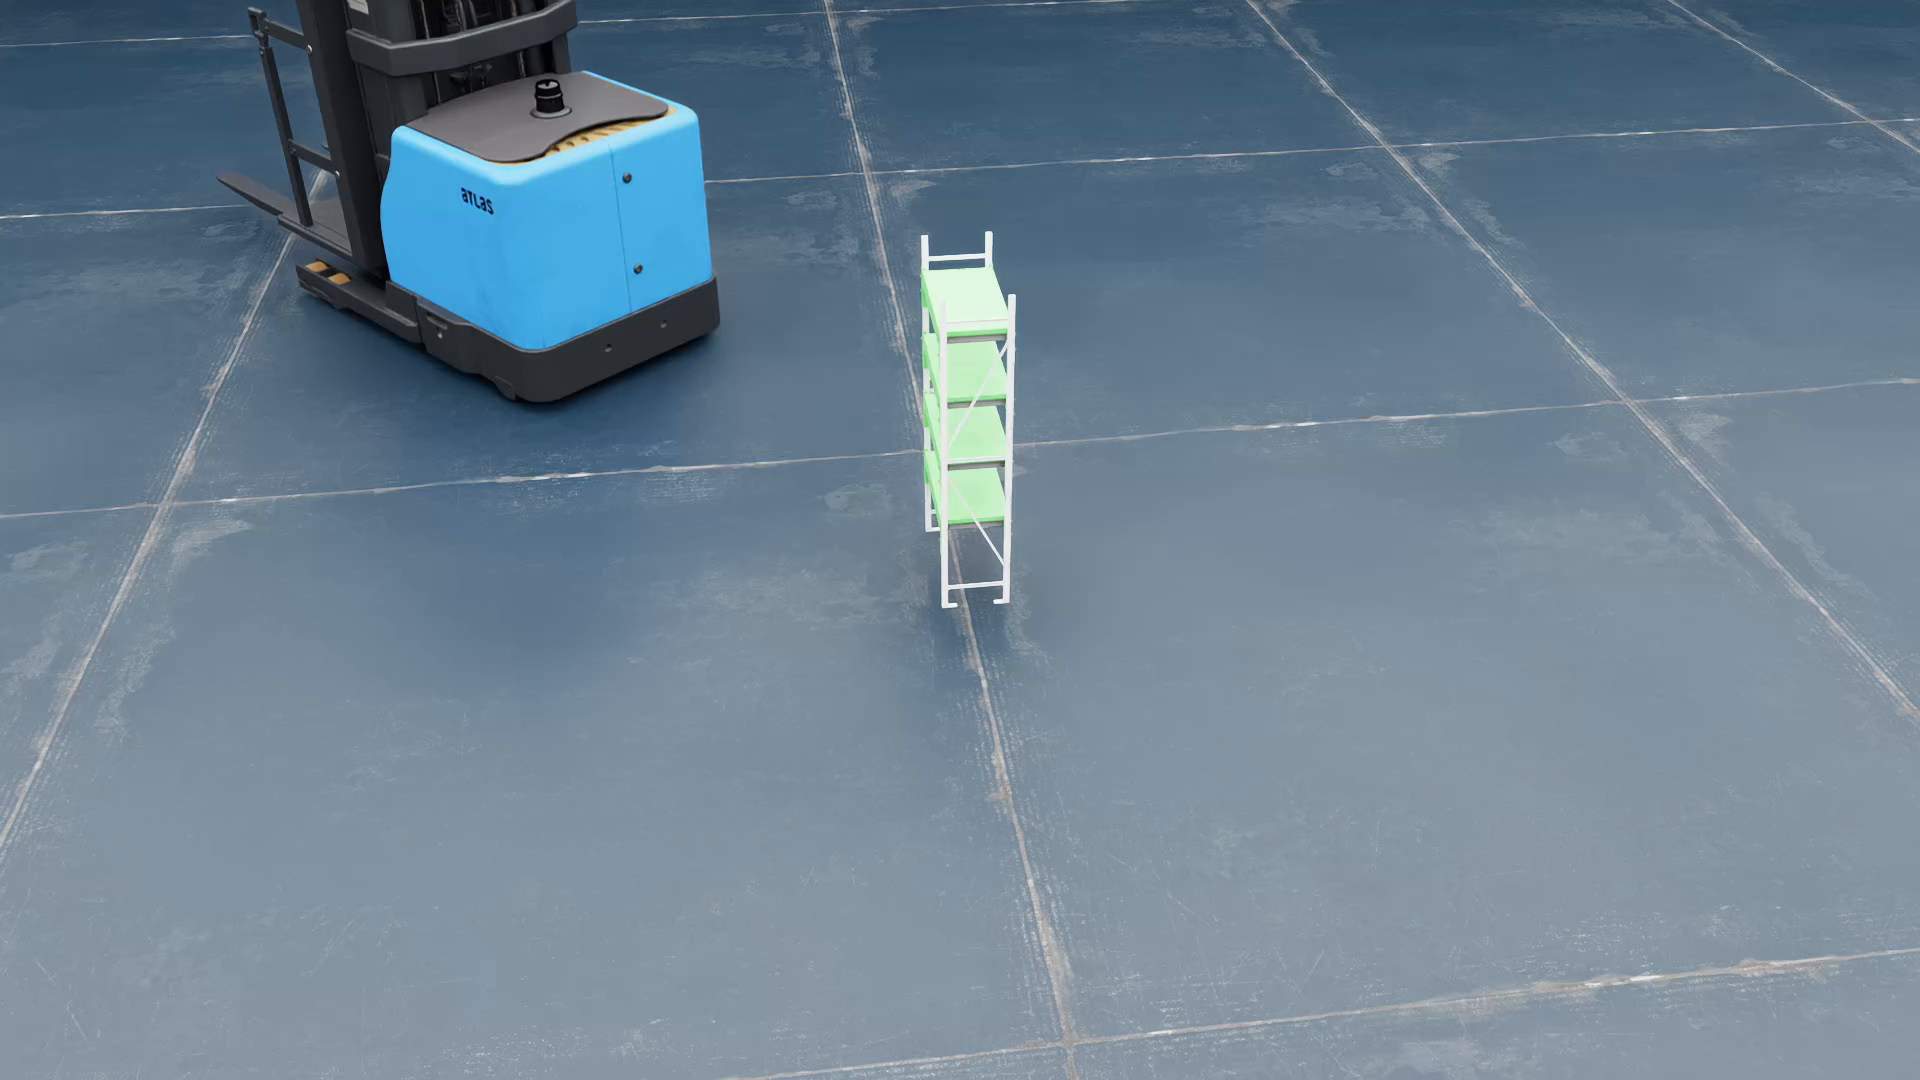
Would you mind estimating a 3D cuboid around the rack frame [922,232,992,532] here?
[{"bbox_3d":[-0.011,-0.540,5.976,0.240,1.200,0.015,-4,35,-6],"label":"rack frame"}]

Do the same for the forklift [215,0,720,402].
[{"bbox_3d":[-2.522,-2.493,7.305,3.031,2.935,1.130,27,43,34],"label":"forklift"}]

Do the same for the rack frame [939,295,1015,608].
[{"bbox_3d":[0.055,-0.267,5.577,0.240,1.200,0.015,-4,35,-6],"label":"rack frame"}]

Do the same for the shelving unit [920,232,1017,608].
[{"bbox_3d":[0.022,-0.403,5.777,0.258,1.200,0.503,-4,35,-6],"label":"shelving unit"}]

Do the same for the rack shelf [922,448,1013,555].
[{"bbox_3d":[0.022,-0.152,5.948,0.258,0.148,0.480,-4,35,-6],"label":"rack shelf"}]

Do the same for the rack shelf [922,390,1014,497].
[{"bbox_3d":[0.022,-0.351,5.813,0.258,0.148,0.480,-4,35,-6],"label":"rack shelf"}]

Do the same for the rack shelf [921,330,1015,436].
[{"bbox_3d":[0.022,-0.549,5.677,0.258,0.148,0.480,-4,35,-6],"label":"rack shelf"}]

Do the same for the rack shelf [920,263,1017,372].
[{"bbox_3d":[0.022,-0.747,5.542,0.258,0.148,0.480,-4,35,-6],"label":"rack shelf"}]
